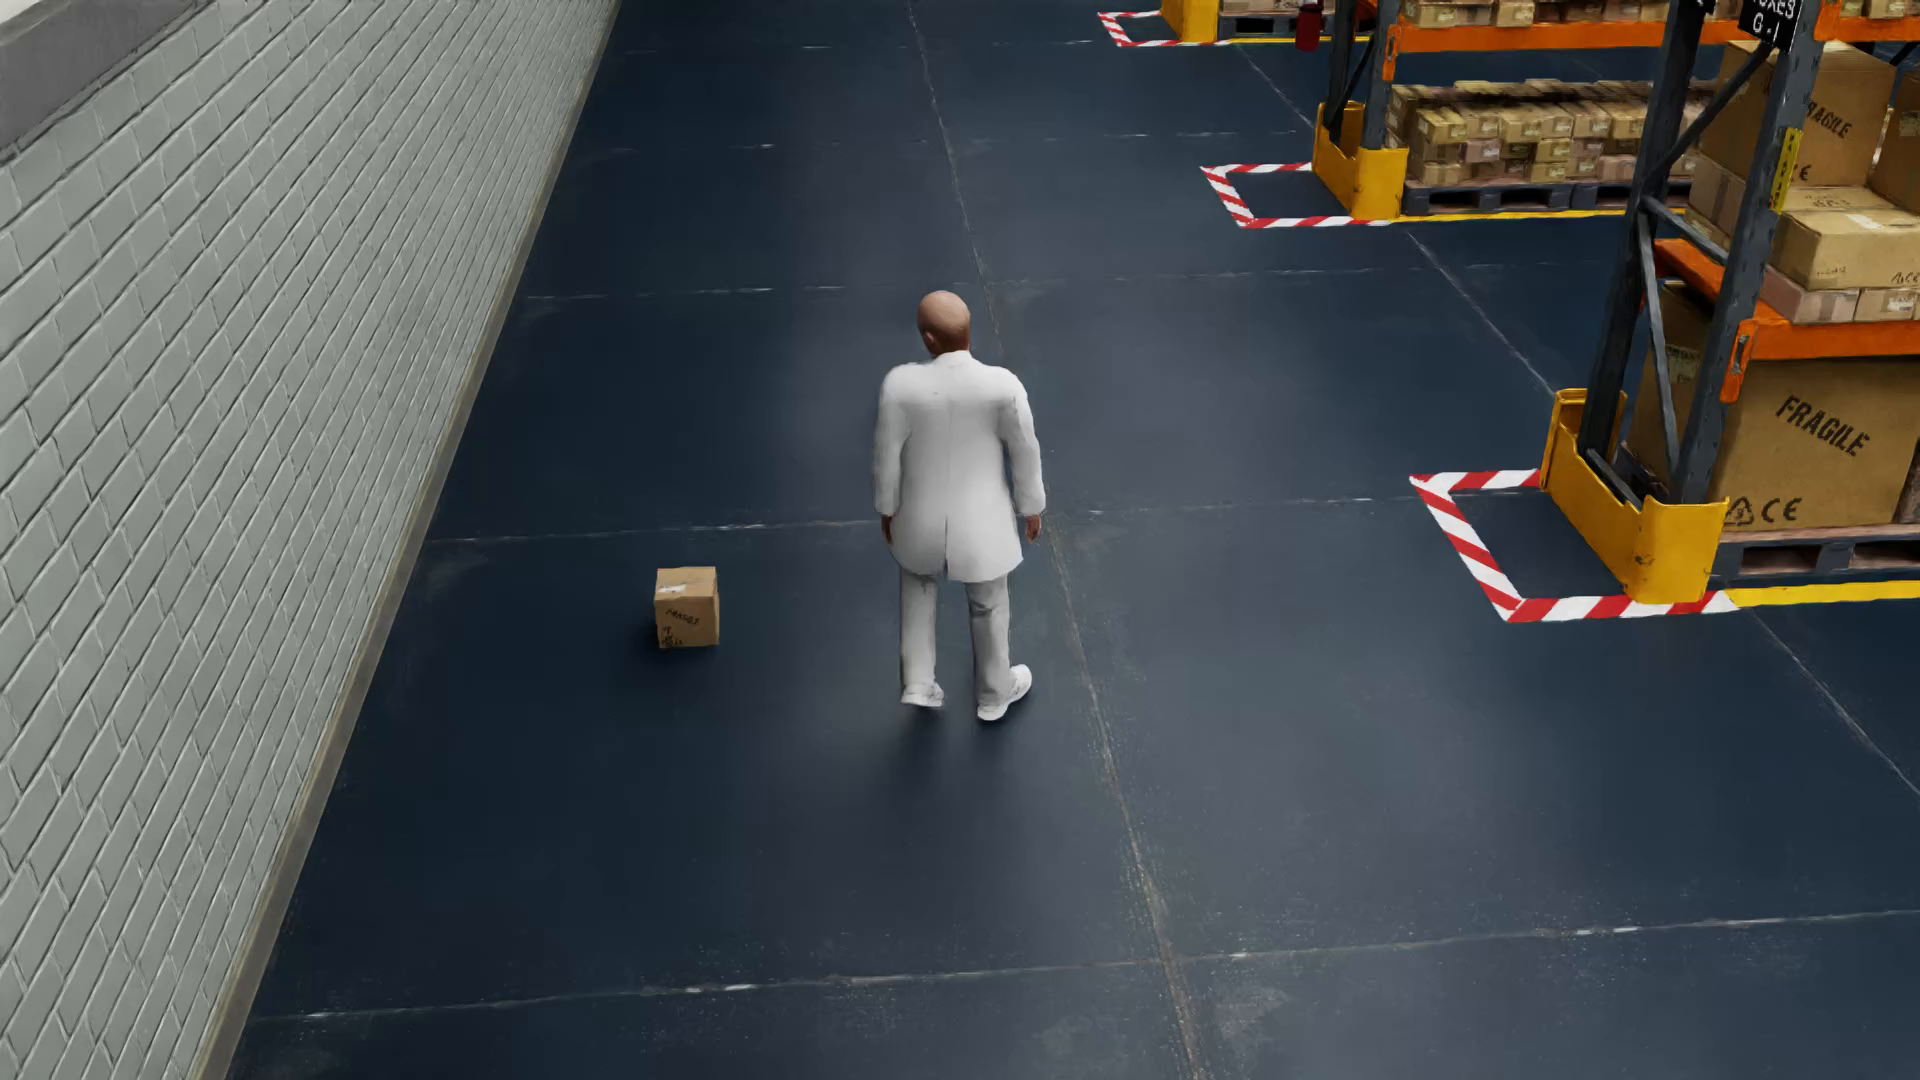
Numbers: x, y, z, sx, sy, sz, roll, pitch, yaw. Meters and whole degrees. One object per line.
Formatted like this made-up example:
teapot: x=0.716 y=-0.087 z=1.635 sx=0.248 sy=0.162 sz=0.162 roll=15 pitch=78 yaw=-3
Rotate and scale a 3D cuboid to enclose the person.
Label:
person: x=-0.008 y=-0.085 z=6.257 sx=0.644 sy=1.780 sz=0.546 roll=4 pitch=31 yaw=7
